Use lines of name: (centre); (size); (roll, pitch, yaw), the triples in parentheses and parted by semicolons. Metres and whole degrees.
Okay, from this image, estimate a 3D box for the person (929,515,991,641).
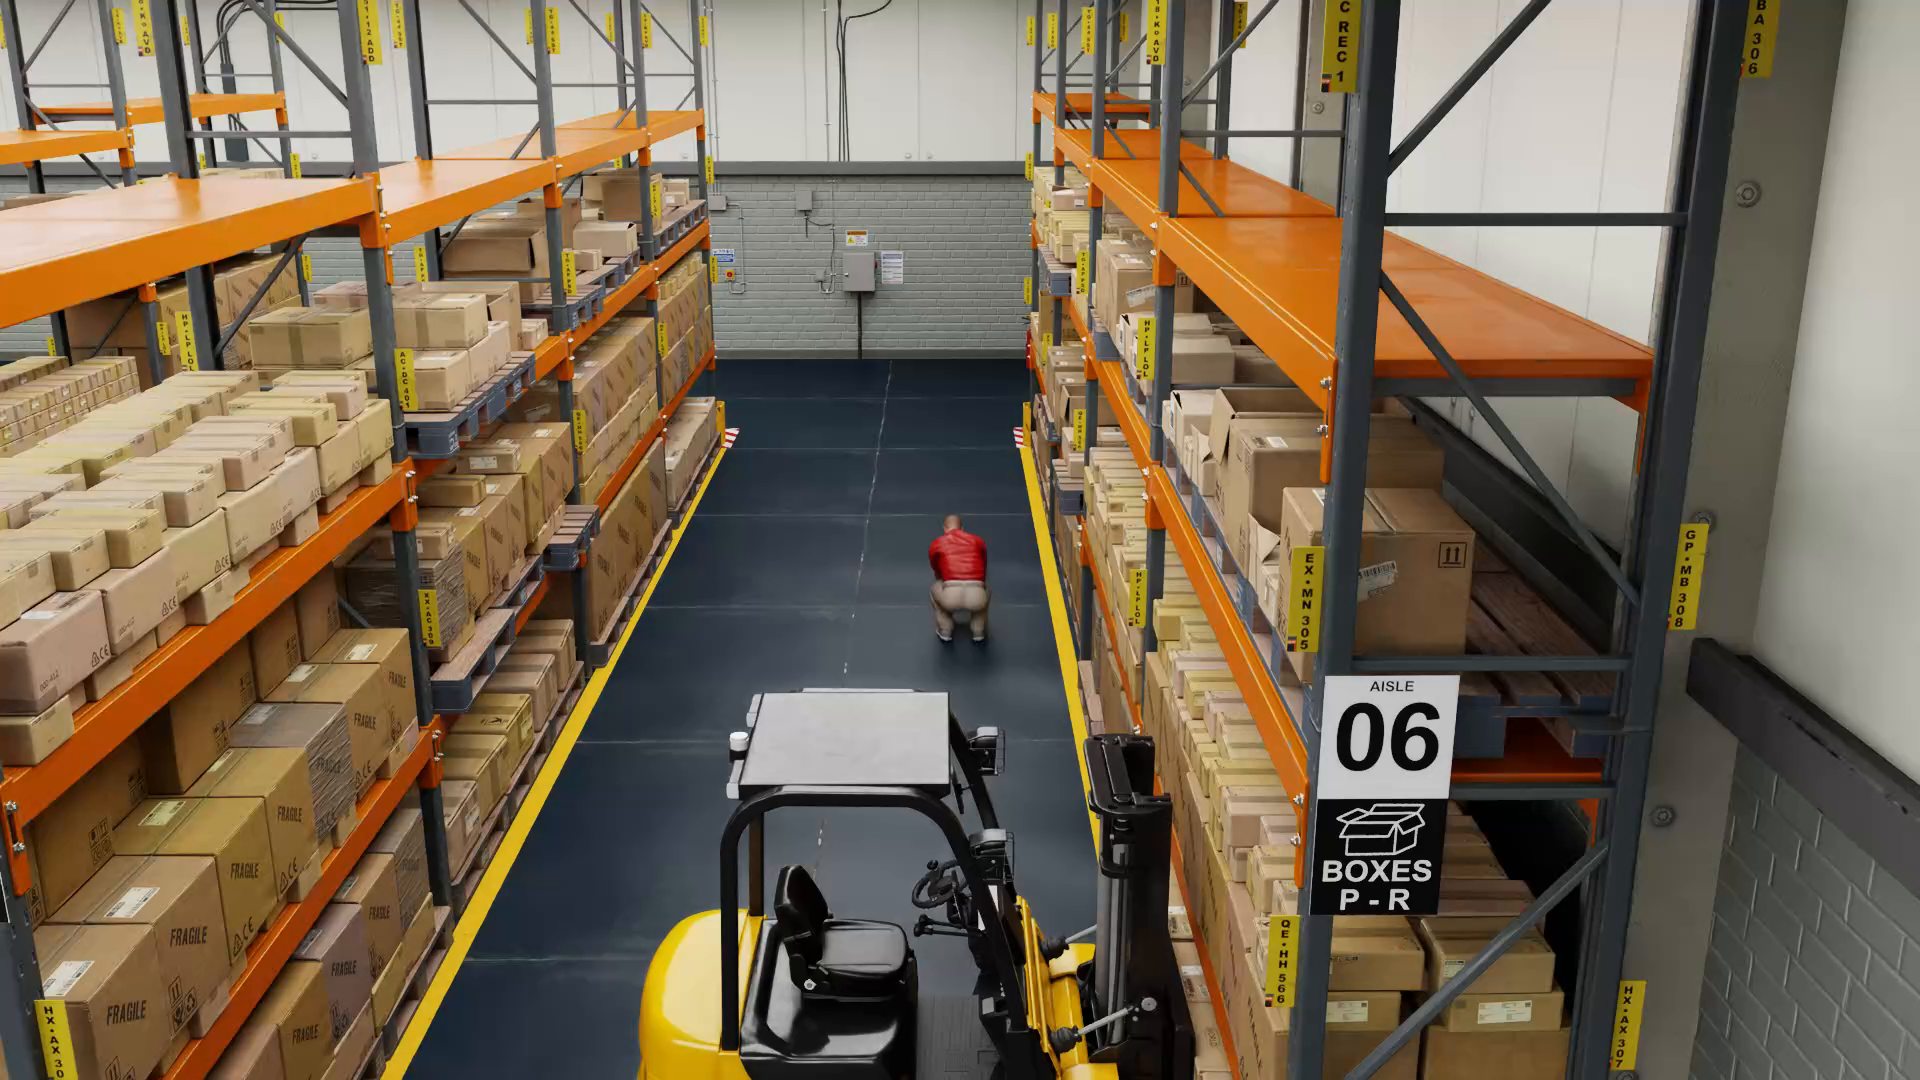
person: (0.004, 0.329, 14.394); (0.544, 0.976, 0.883); (0, 17, -2)
